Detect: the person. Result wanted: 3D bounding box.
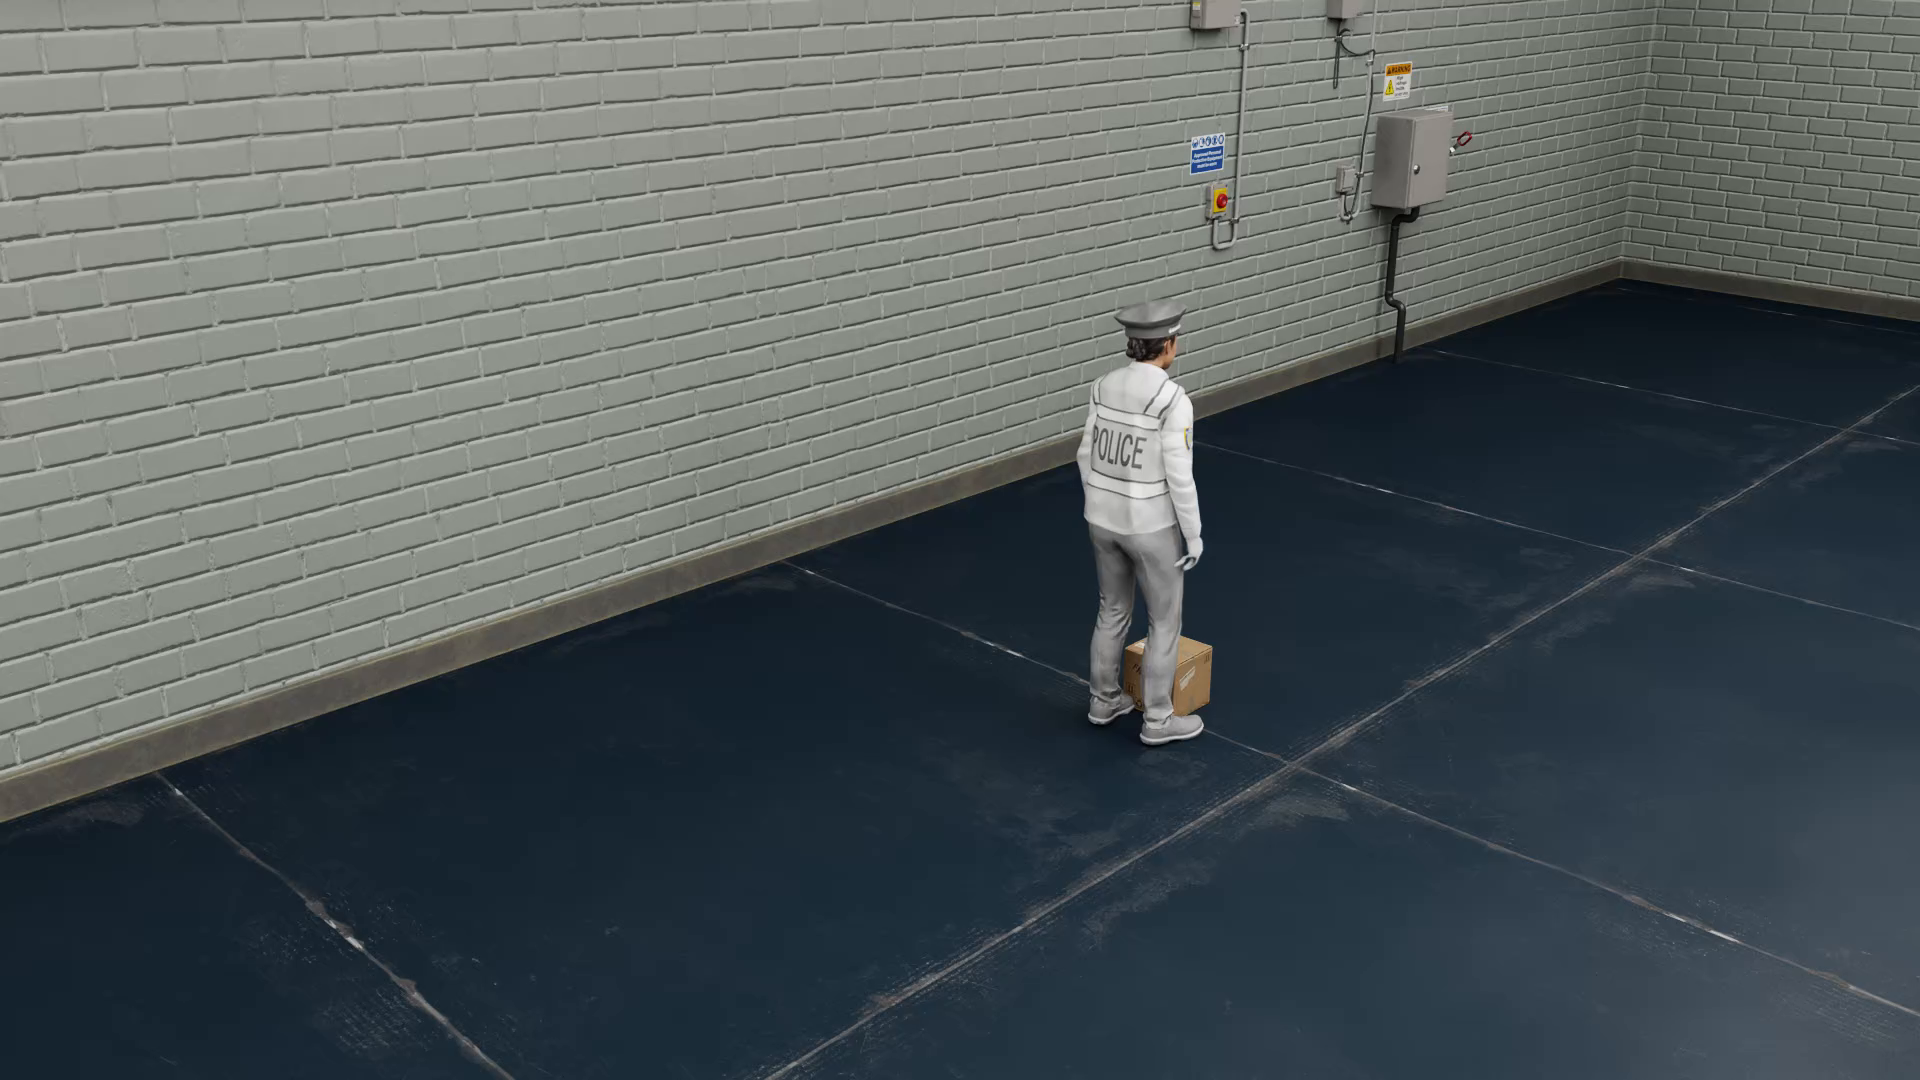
[{"bbox_3d":[0.669,-0.056,6.223,0.529,1.663,0.371,19,28,41],"label":"person"}]
